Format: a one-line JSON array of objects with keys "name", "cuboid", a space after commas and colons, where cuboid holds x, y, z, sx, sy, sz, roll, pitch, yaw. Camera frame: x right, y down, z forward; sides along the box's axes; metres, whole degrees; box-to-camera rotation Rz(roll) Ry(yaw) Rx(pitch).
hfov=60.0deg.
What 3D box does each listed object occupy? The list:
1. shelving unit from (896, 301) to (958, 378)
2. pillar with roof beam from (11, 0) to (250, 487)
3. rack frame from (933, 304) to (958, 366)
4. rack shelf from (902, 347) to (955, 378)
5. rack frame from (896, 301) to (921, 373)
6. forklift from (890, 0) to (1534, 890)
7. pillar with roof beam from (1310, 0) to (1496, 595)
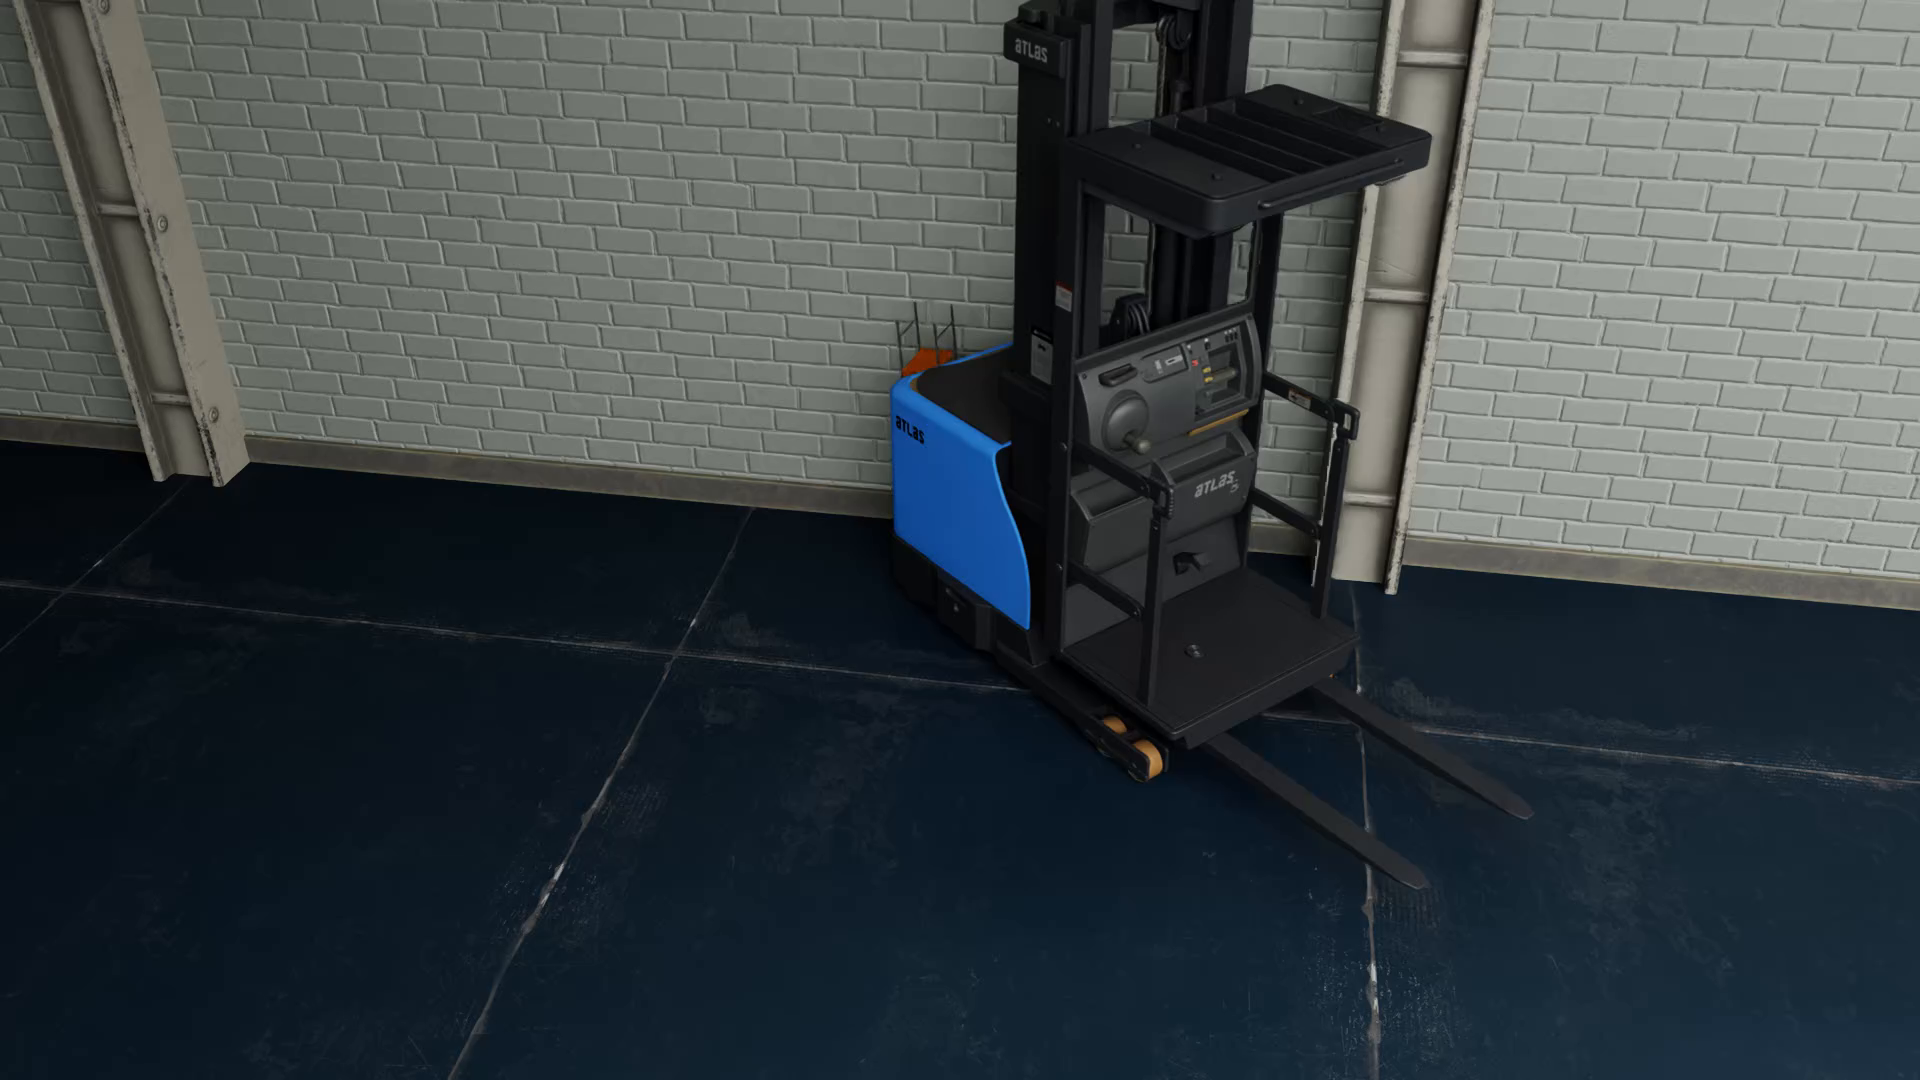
[{"name": "shelving unit", "cuboid": [-0.114, -0.532, 7.954, 0.189, 1.200, 0.258, 7, 33, 20]}, {"name": "pillar with roof beam", "cuboid": [-4.750, -1.939, 2.866, 0.400, 9.000, 9.100, 5, 32, 8]}, {"name": "rack frame", "cuboid": [-0.028, -0.522, 7.923, 0.006, 1.200, 0.240, 7, 33, 20]}, {"name": "rack shelf", "cuboid": [-0.140, -0.802, 7.794, 0.180, 0.103, 0.258, 7, 33, 20]}, {"name": "rack frame", "cuboid": [-0.199, -0.542, 7.986, 0.006, 1.200, 0.240, 7, 33, 20]}, {"name": "forklift", "cuboid": [0.964, -0.568, 6.395, 1.130, 2.935, 3.031, -22, 38, -31]}, {"name": "pillar with roof beam", "cuboid": [1.164, -1.403, 2.010, 0.400, 9.000, 9.100, 5, 32, 8]}]
